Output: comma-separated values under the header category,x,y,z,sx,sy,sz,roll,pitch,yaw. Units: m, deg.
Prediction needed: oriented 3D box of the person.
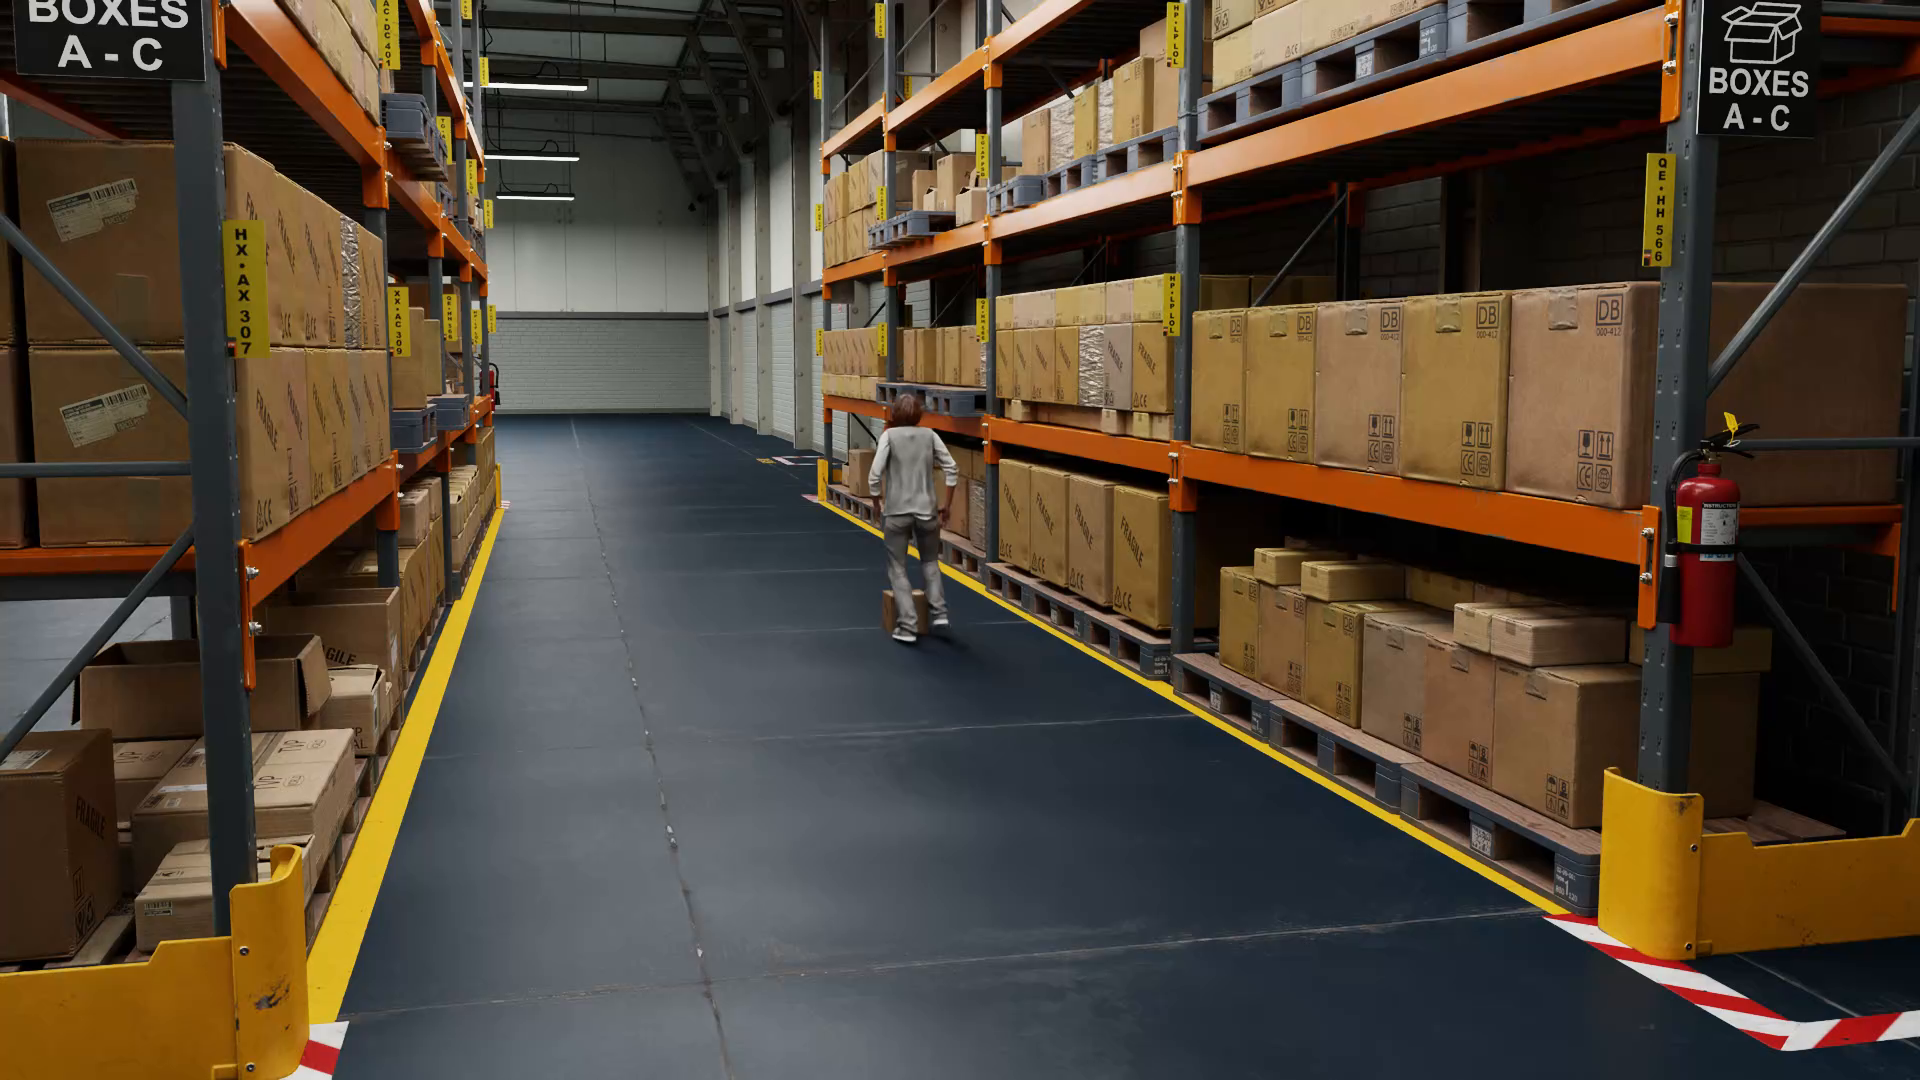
category,x,y,z,sx,sy,sz,roll,pitch,yaw
person,-0.286,-0.149,10.456,0.565,1.535,0.529,-2,7,-16
